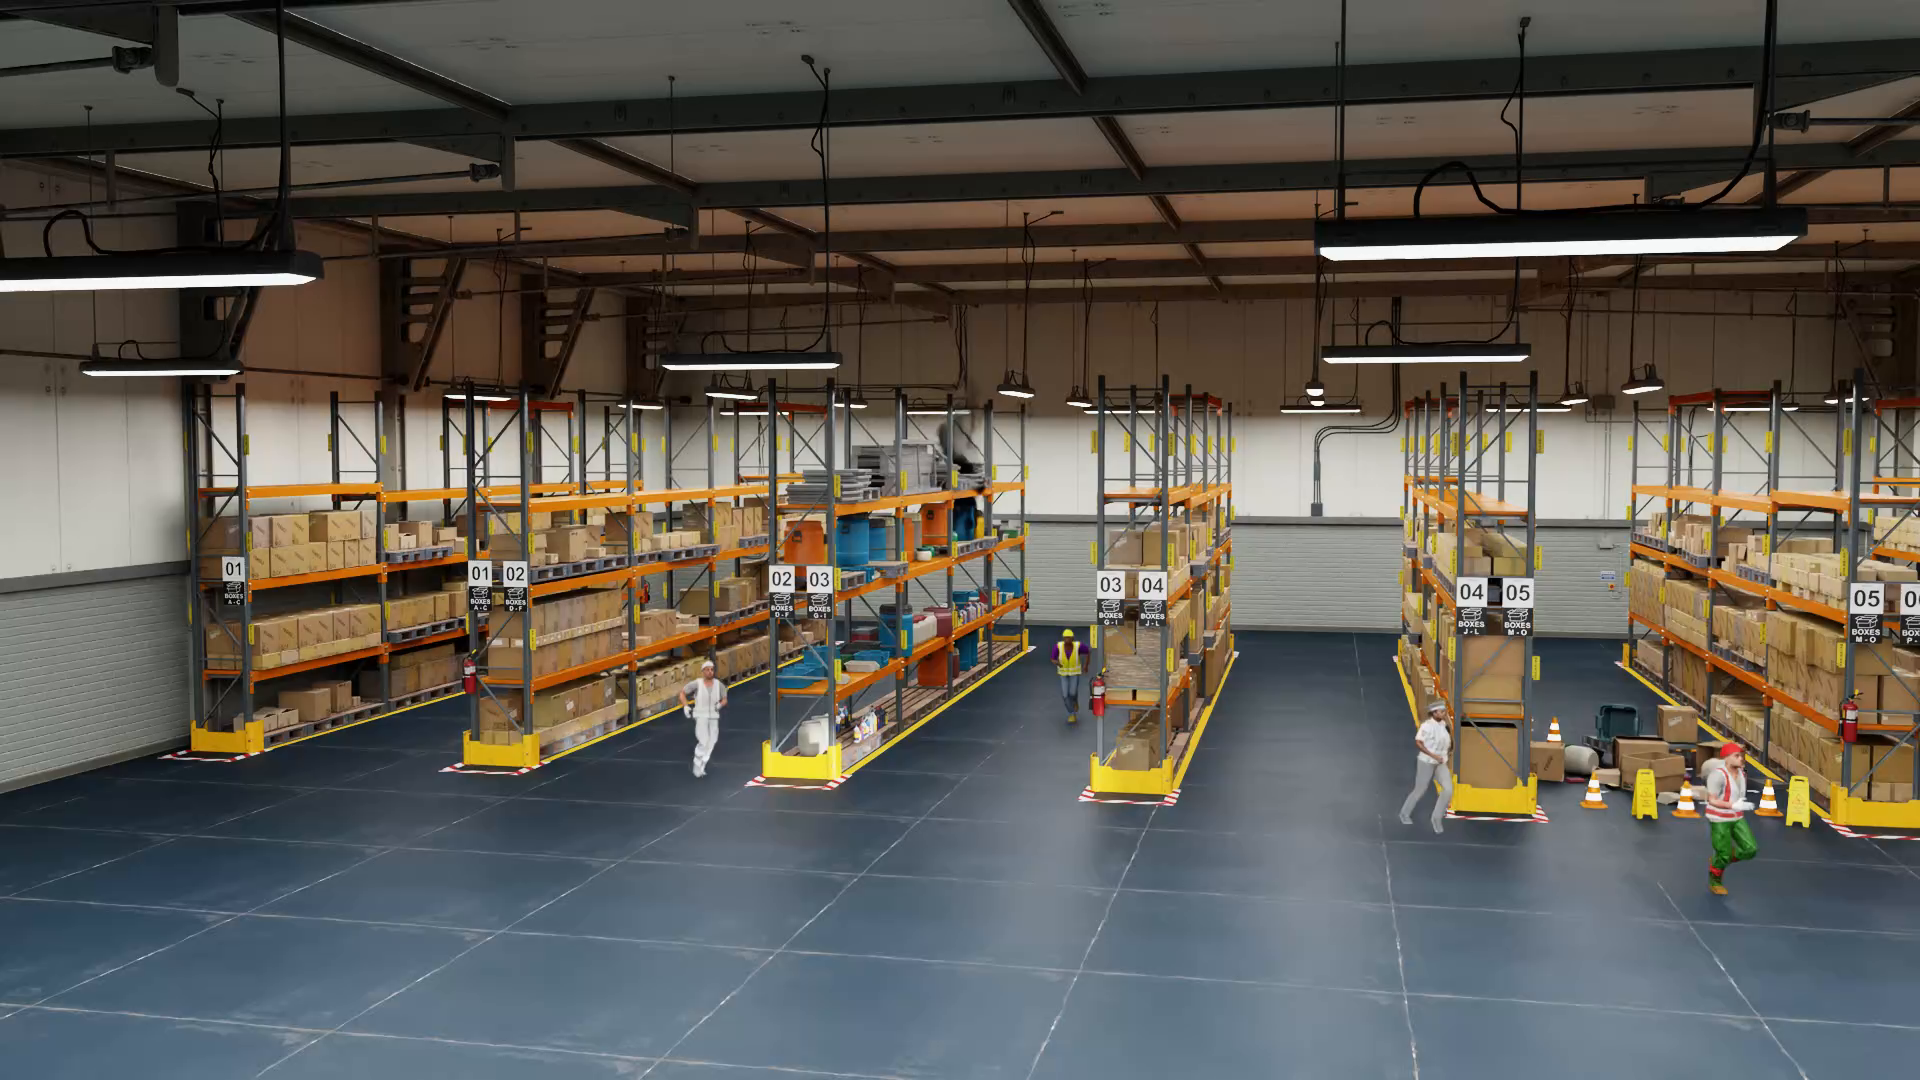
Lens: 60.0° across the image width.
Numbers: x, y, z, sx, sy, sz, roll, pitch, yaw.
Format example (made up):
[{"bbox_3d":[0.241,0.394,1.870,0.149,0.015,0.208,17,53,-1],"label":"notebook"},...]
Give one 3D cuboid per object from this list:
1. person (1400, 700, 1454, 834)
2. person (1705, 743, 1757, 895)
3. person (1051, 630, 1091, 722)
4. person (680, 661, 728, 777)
[{"bbox_3d":[6.171,2.938,21.727,0.651,1.711,0.687,-2,4,-27],"label":"person"},{"bbox_3d":[8.503,3.082,18.291,0.707,1.728,0.657,-2,4,-25],"label":"person"},{"bbox_3d":[1.982,2.451,30.014,0.680,1.693,0.702,1,3,14],"label":"person"},{"bbox_3d":[-3.799,2.687,24.982,0.674,1.734,0.609,-2,4,-31],"label":"person"}]
